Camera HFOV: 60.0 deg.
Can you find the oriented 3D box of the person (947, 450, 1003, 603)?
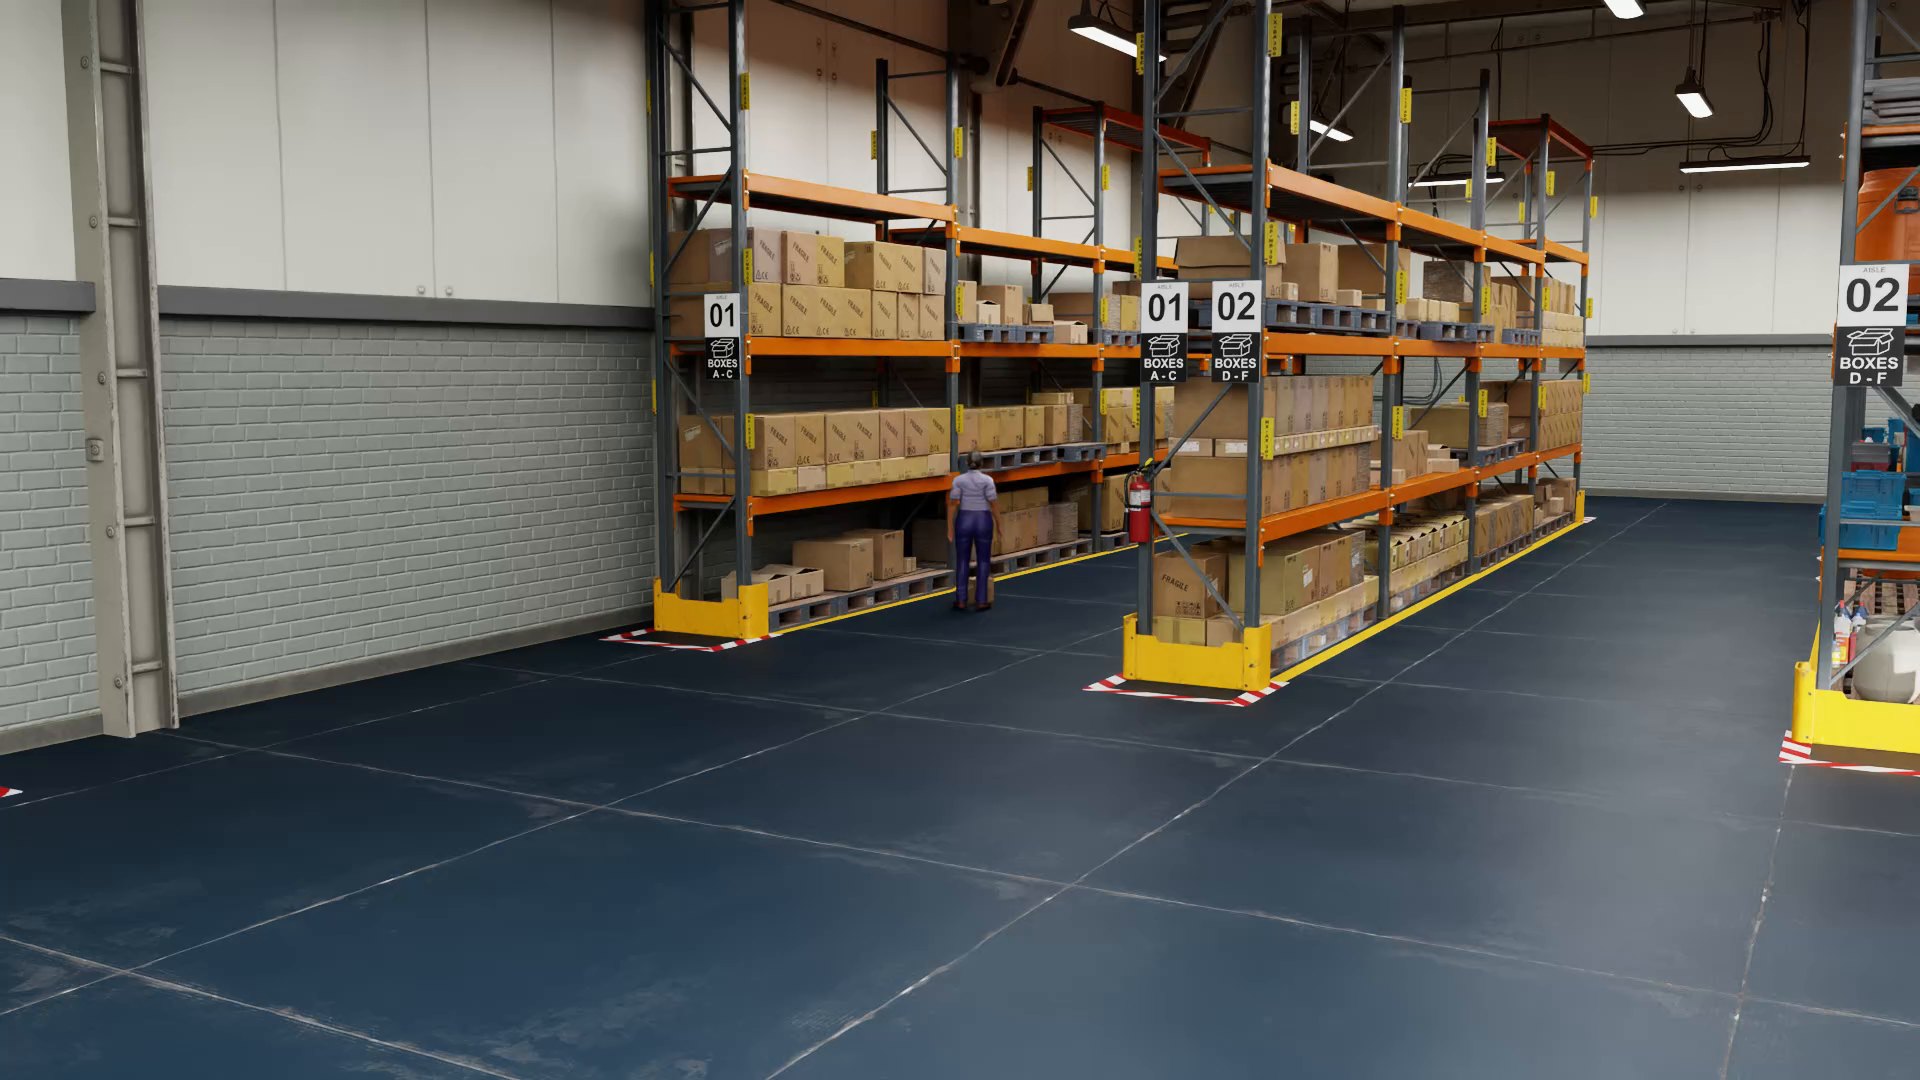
[{"bbox_3d":[0.157,-0.148,17.361,0.566,1.583,0.329,1,6,10],"label":"person"}]
